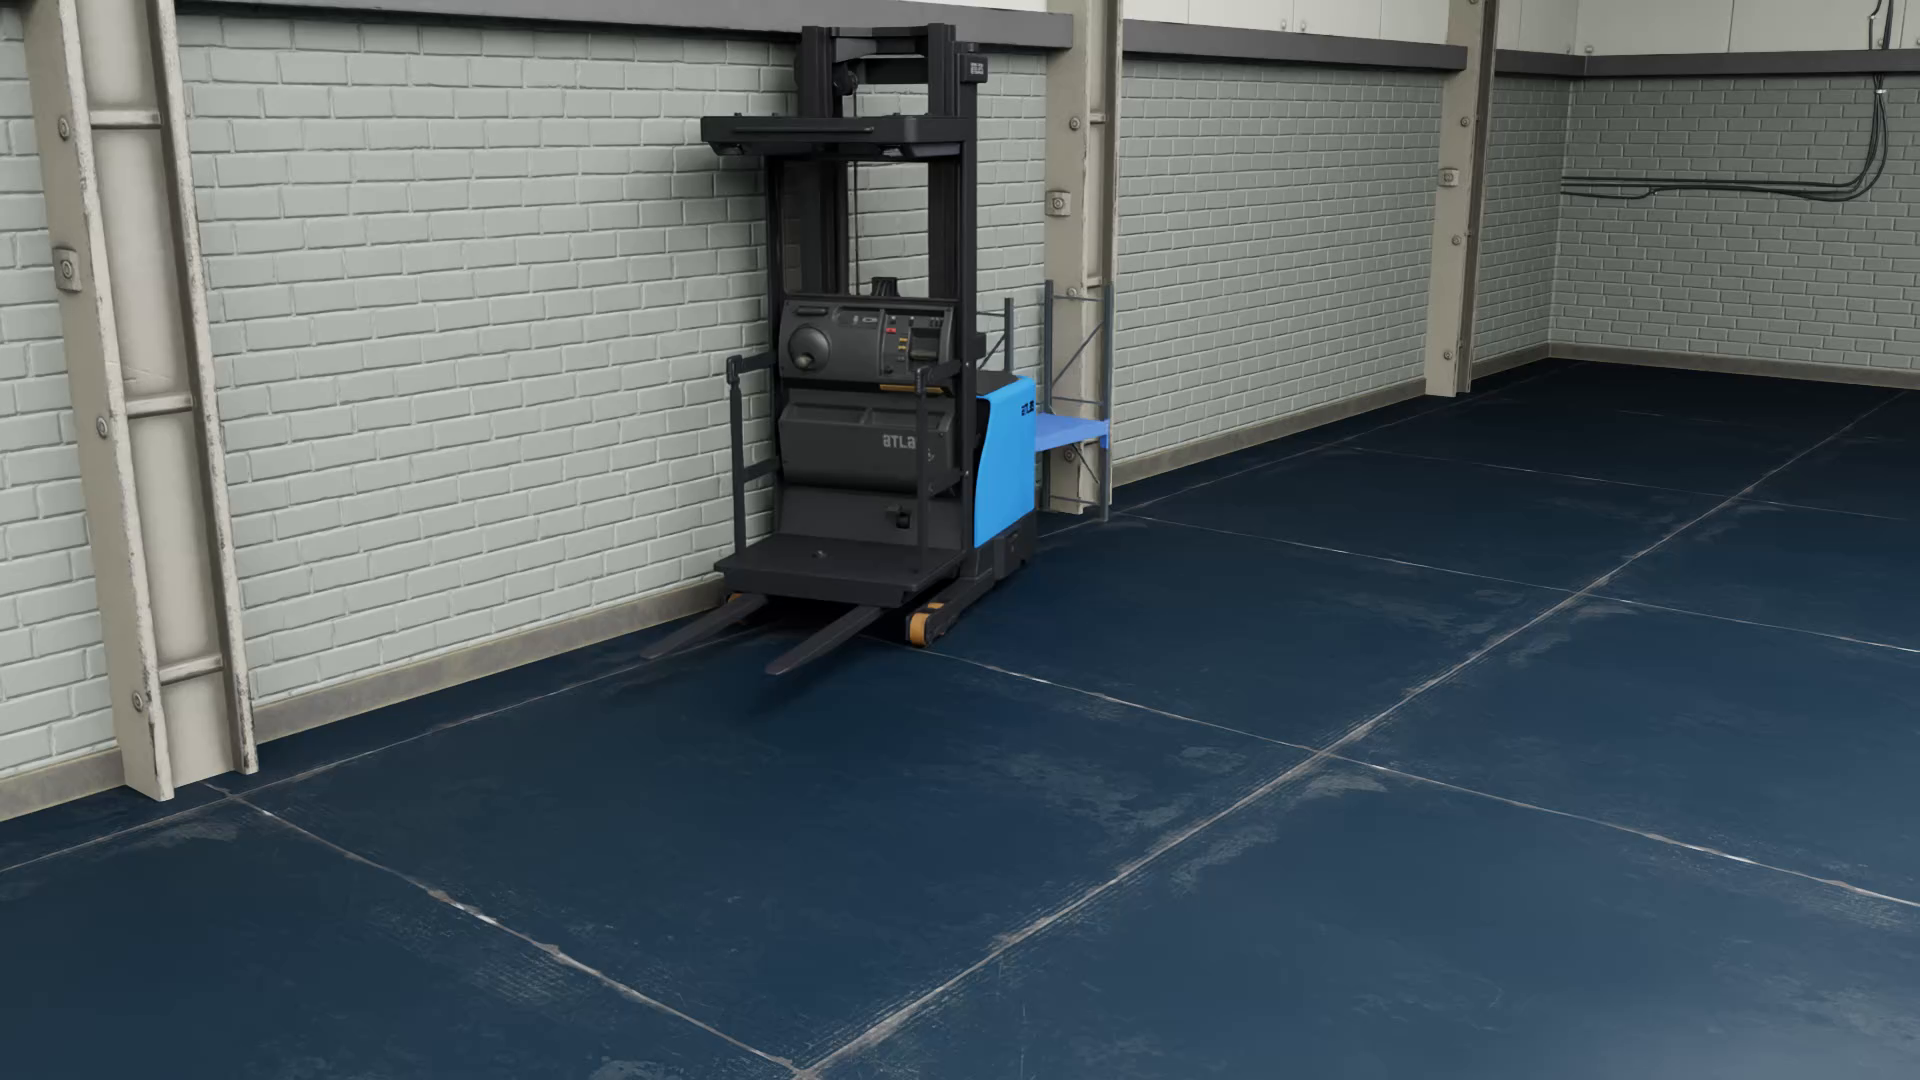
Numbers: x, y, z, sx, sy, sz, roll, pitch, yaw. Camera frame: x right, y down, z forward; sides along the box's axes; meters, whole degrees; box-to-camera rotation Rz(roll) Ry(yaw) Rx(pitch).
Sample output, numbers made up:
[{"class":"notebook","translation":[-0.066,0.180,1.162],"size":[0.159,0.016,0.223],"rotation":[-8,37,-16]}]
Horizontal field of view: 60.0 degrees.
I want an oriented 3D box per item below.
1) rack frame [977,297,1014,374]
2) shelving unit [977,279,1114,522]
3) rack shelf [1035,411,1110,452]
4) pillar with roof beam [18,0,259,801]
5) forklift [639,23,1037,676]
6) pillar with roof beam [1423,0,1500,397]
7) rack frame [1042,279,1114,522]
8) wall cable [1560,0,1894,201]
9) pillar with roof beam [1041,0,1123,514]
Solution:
[{"class":"rack frame","translation":[0.102,-0.686,9.779],"size":[0.500,1.500,0.032],"rotation":[11,18,38]},{"class":"shelving unit","translation":[0.421,-0.784,10.162],"size":[0.538,1.500,1.048],"rotation":[11,18,38]},{"class":"rack shelf","translation":[0.421,-0.610,10.206],"size":[0.538,0.185,1.000],"rotation":[11,18,38]},{"class":"pillar with roof beam","translation":[0.348,-2.773,2.761],"size":[9.100,9.000,0.400],"rotation":[11,18,38]},{"class":"forklift","translation":[-0.550,-1.017,8.173],"size":[1.130,2.935,3.031],"rotation":[5,15,20]},{"class":"pillar with roof beam","translation":[7.890,-5.071,11.807],"size":[9.100,9.000,0.400],"rotation":[11,18,38]},{"class":"rack frame","translation":[0.741,-0.881,10.545],"size":[0.500,1.500,0.032],"rotation":[11,18,38]},{"class":"wall cable","translation":[7.422,-4.592,16.228],"size":[3.097,2.526,0.112],"rotation":[11,18,38]},{"class":"pillar with roof beam","translation":[4.119,-3.922,7.284],"size":[9.100,9.000,0.400],"rotation":[11,18,38]}]
